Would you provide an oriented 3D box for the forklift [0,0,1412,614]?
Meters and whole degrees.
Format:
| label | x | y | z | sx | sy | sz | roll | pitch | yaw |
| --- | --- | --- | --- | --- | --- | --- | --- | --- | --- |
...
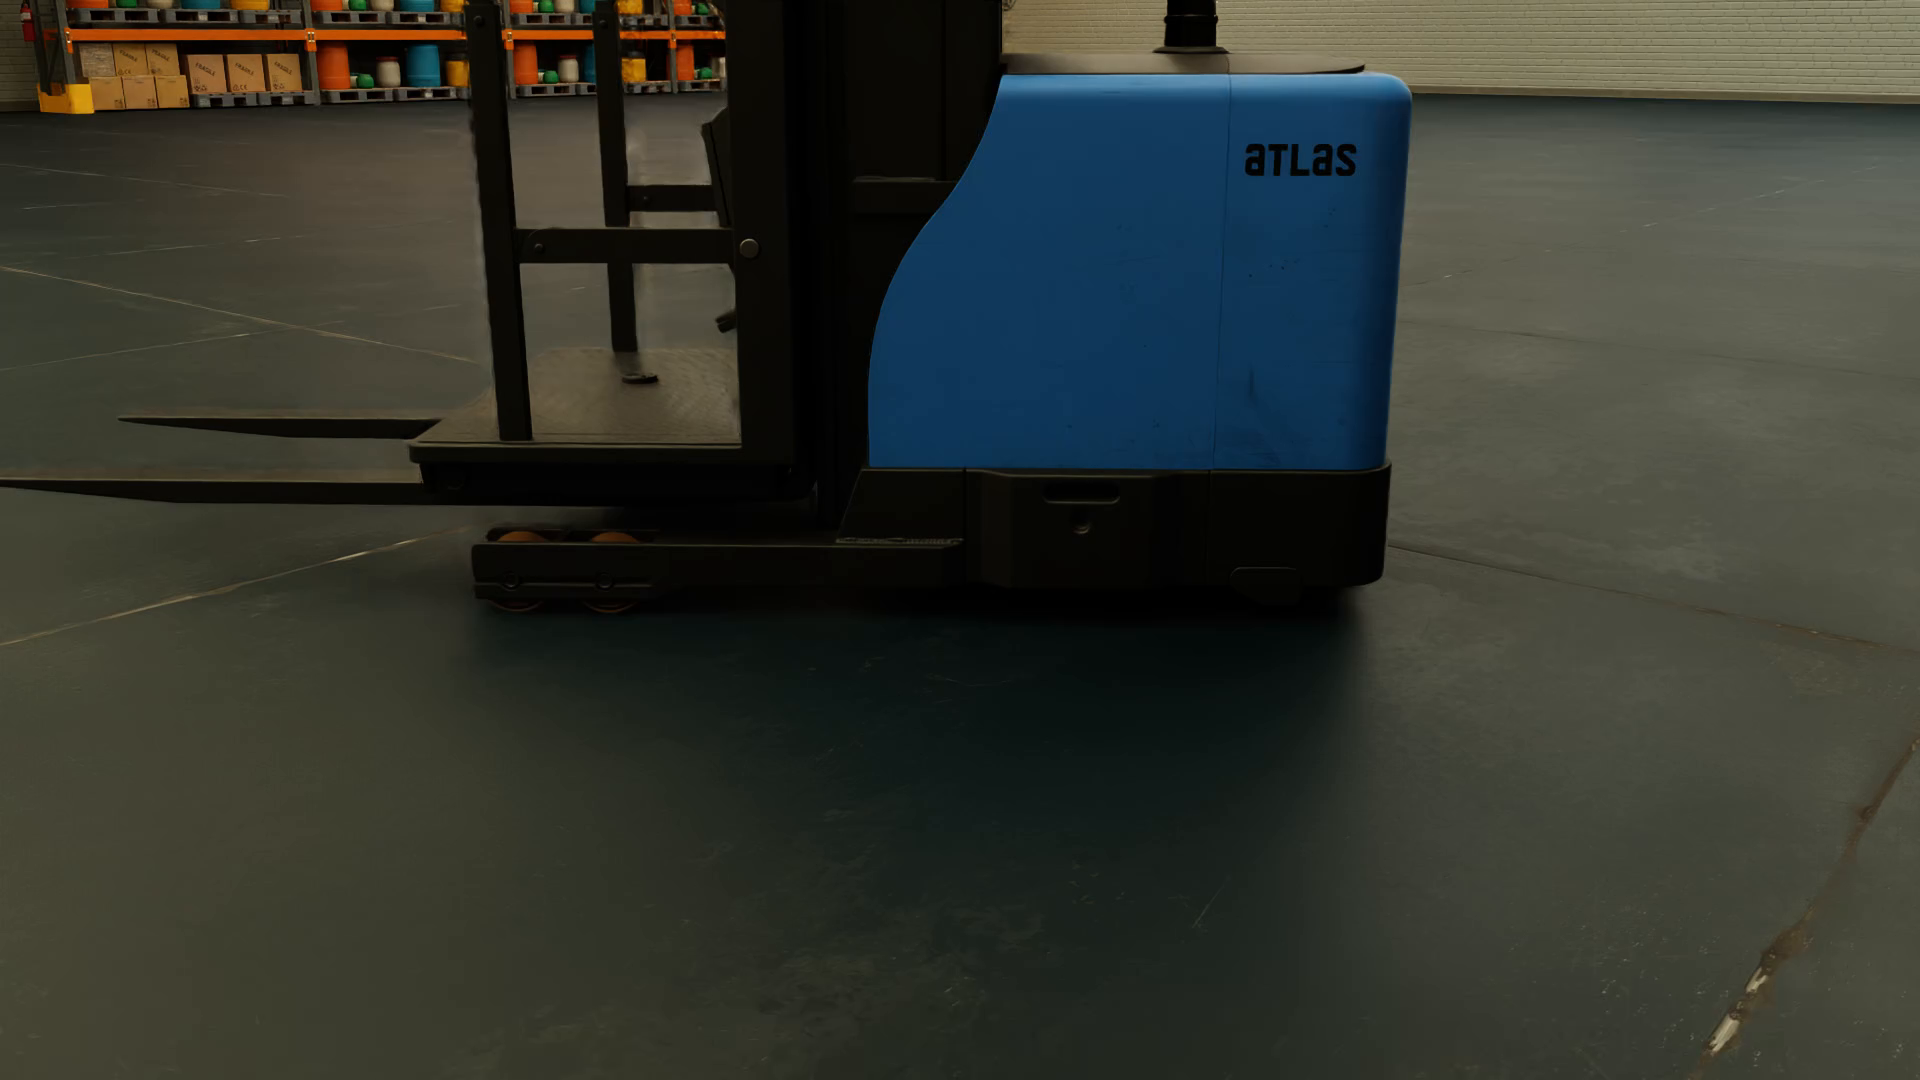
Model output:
| label | x | y | z | sx | sy | sz | roll | pitch | yaw |
| --- | --- | --- | --- | --- | --- | --- | --- | --- | --- |
| forklift | -0.621 | -1.403 | 3.518 | 3.031 | 2.935 | 1.130 | 1 | 17 | 2 |
